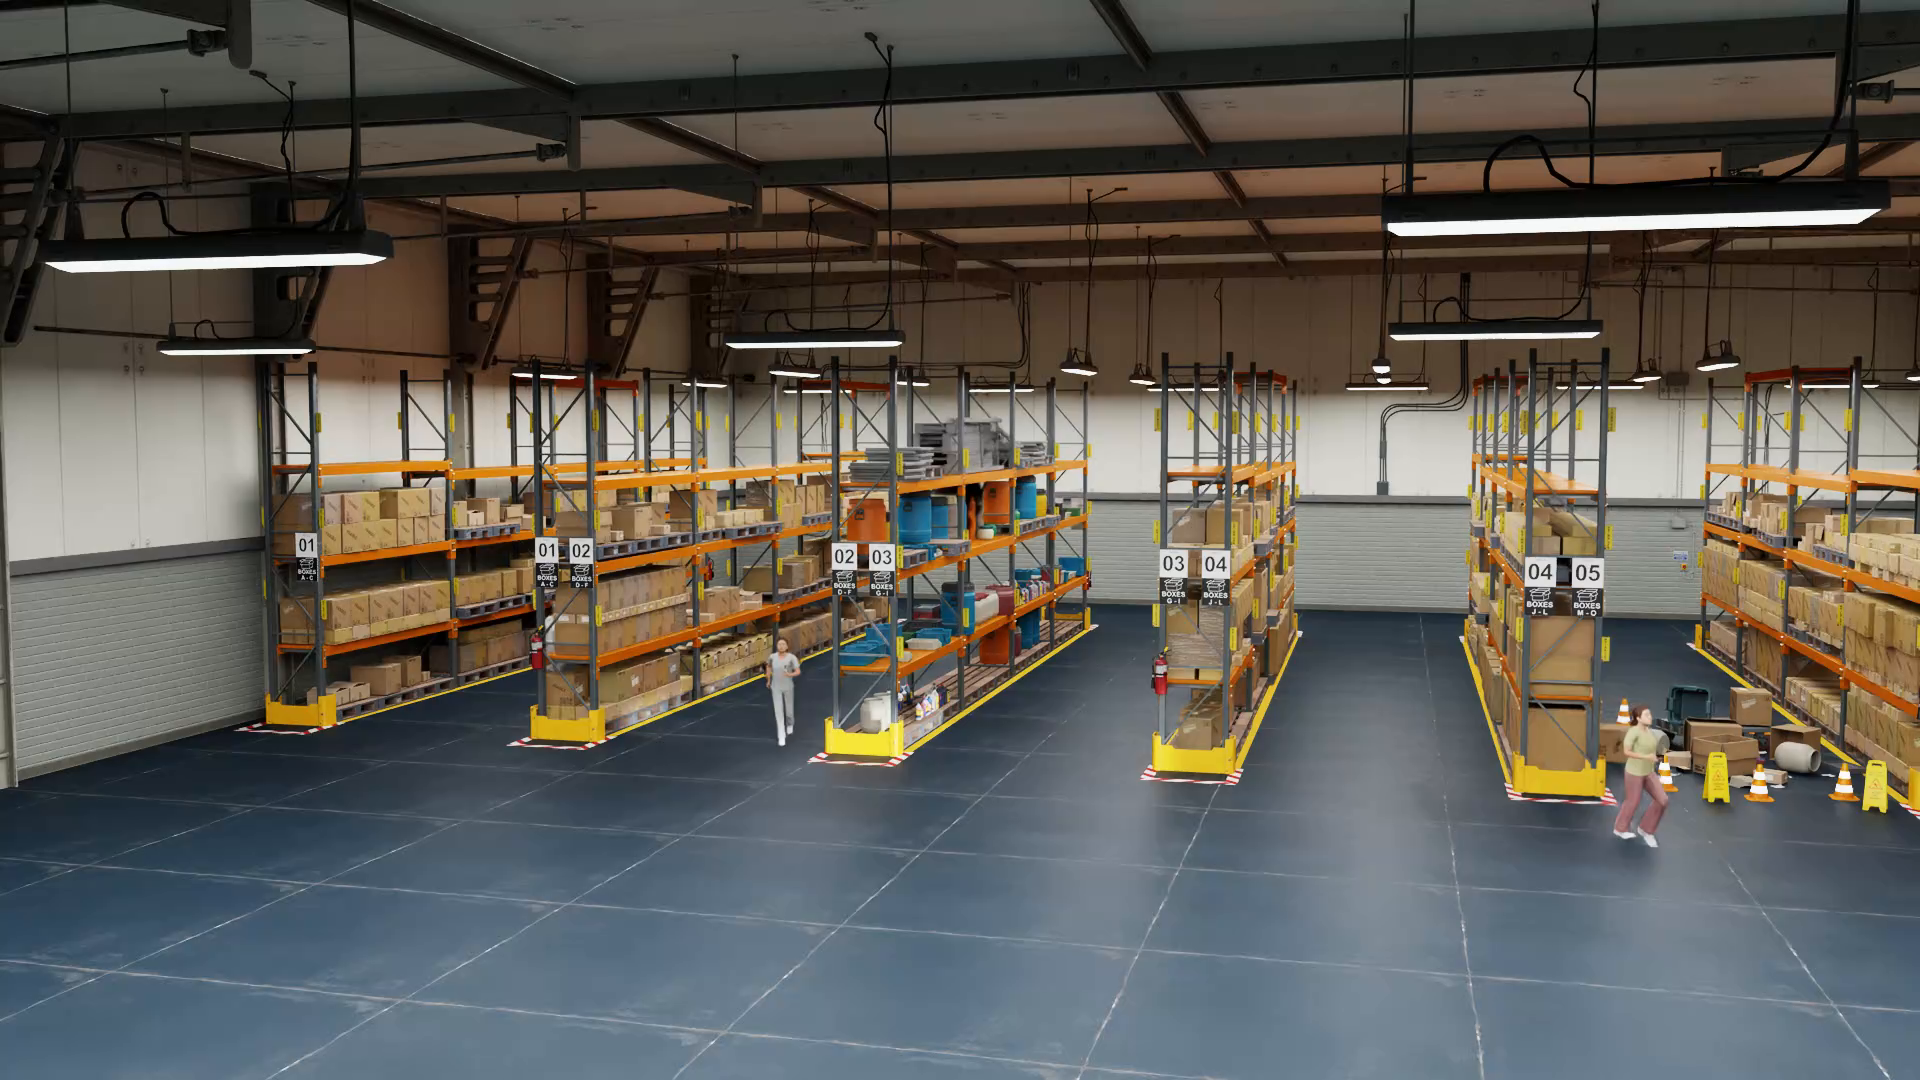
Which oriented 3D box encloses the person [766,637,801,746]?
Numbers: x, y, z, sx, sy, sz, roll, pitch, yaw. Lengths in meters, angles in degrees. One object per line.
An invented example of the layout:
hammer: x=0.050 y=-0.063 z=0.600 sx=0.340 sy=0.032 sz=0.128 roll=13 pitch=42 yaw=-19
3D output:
person: x=-2.761 y=2.327 z=25.975 sx=0.566 sy=1.650 sz=0.914 roll=0 pitch=4 yaw=1

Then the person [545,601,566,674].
person: x=-7.400 y=1.988 z=30.392 sx=0.651 sy=1.740 sz=0.602 roll=0 pitch=4 yaw=0

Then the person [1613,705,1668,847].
person: x=8.044 y=2.791 z=19.691 sx=0.571 sy=1.694 sz=0.689 roll=-2 pitch=5 yaw=-27
